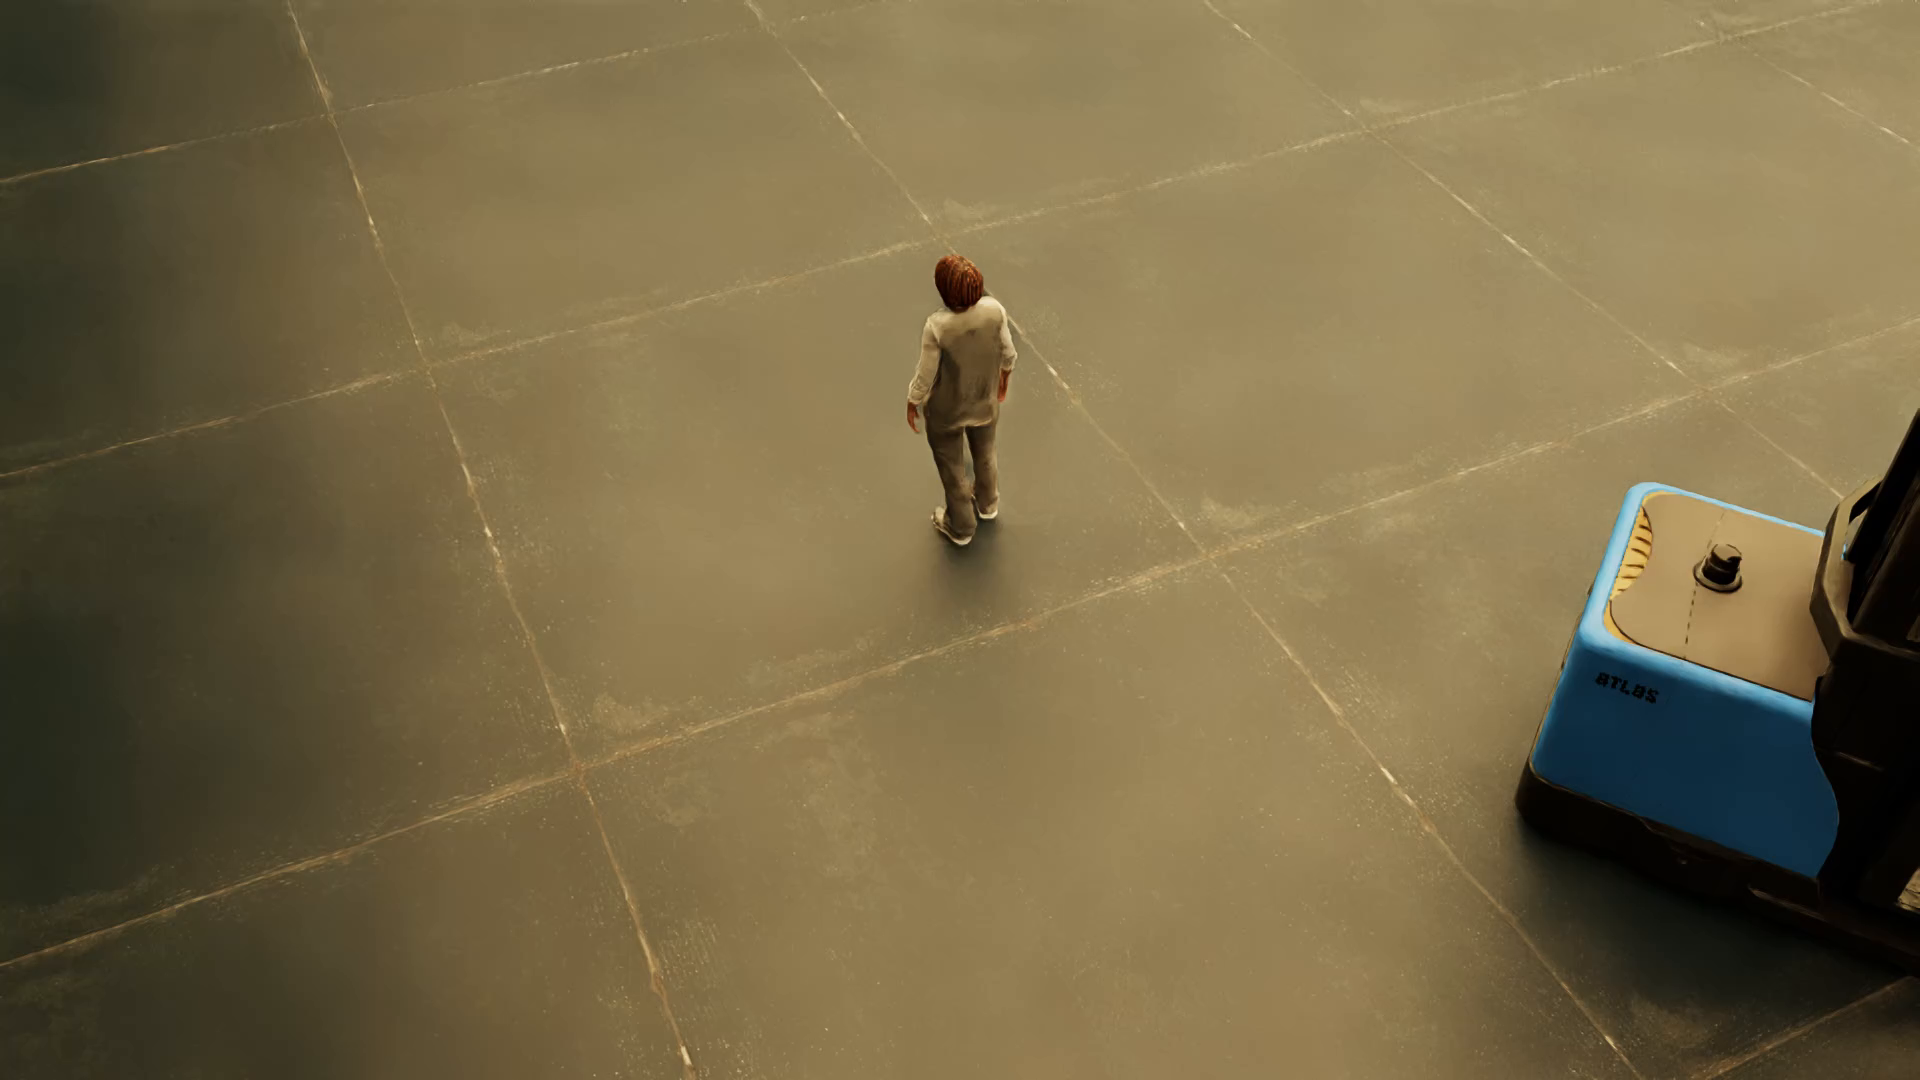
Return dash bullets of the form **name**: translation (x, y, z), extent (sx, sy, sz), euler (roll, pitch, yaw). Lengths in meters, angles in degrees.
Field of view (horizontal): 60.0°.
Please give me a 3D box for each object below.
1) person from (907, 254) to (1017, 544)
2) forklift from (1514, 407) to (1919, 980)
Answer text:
- **person**: translation (-0.019, -0.639, 7.332), extent (0.521, 1.597, 0.474), euler (-18, 46, -18)
- **forklift**: translation (3.750, 0.224, 5.440), extent (3.031, 2.935, 1.130), euler (20, 47, 20)
